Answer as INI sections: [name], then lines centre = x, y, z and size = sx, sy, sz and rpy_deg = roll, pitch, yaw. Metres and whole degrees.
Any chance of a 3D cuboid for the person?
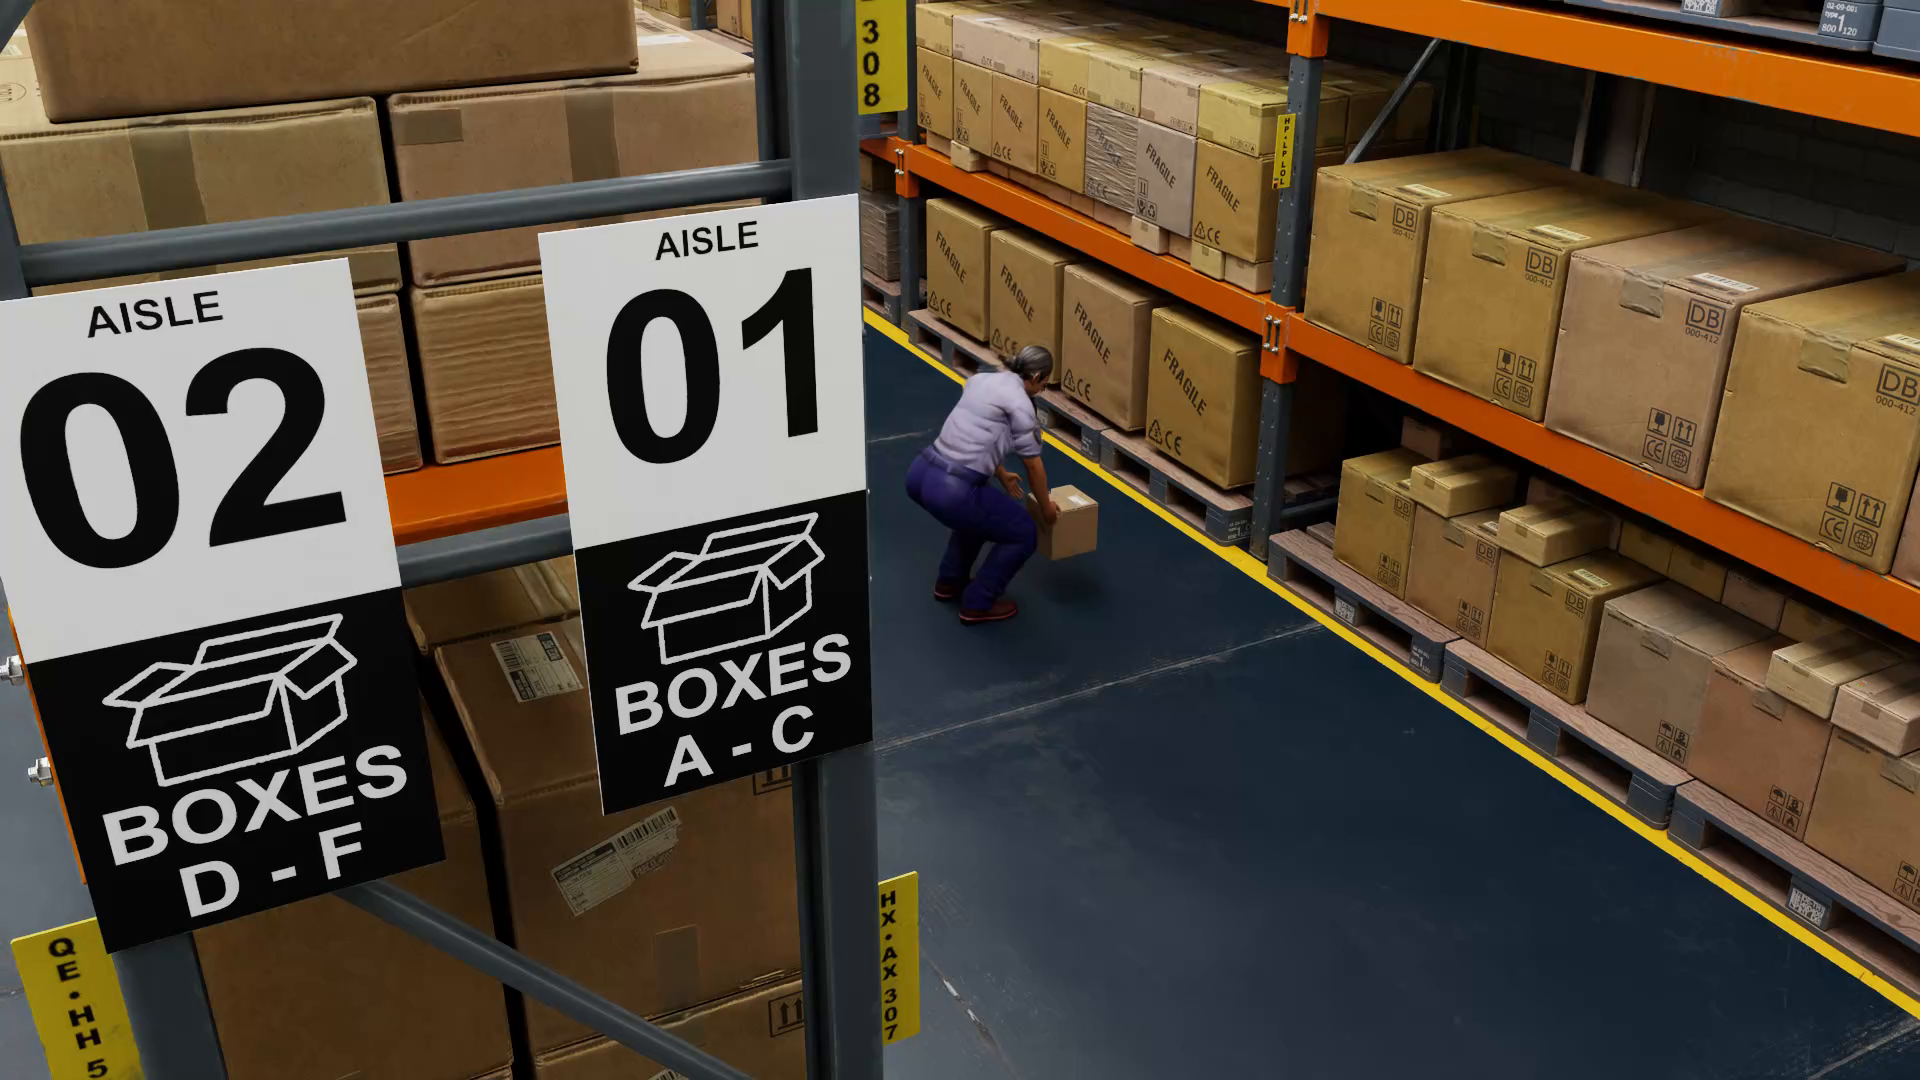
[person]
centre = 0.102, -0.263, 7.681
size = 0.727, 1.217, 0.540
rpy_deg = -13, 29, -25
